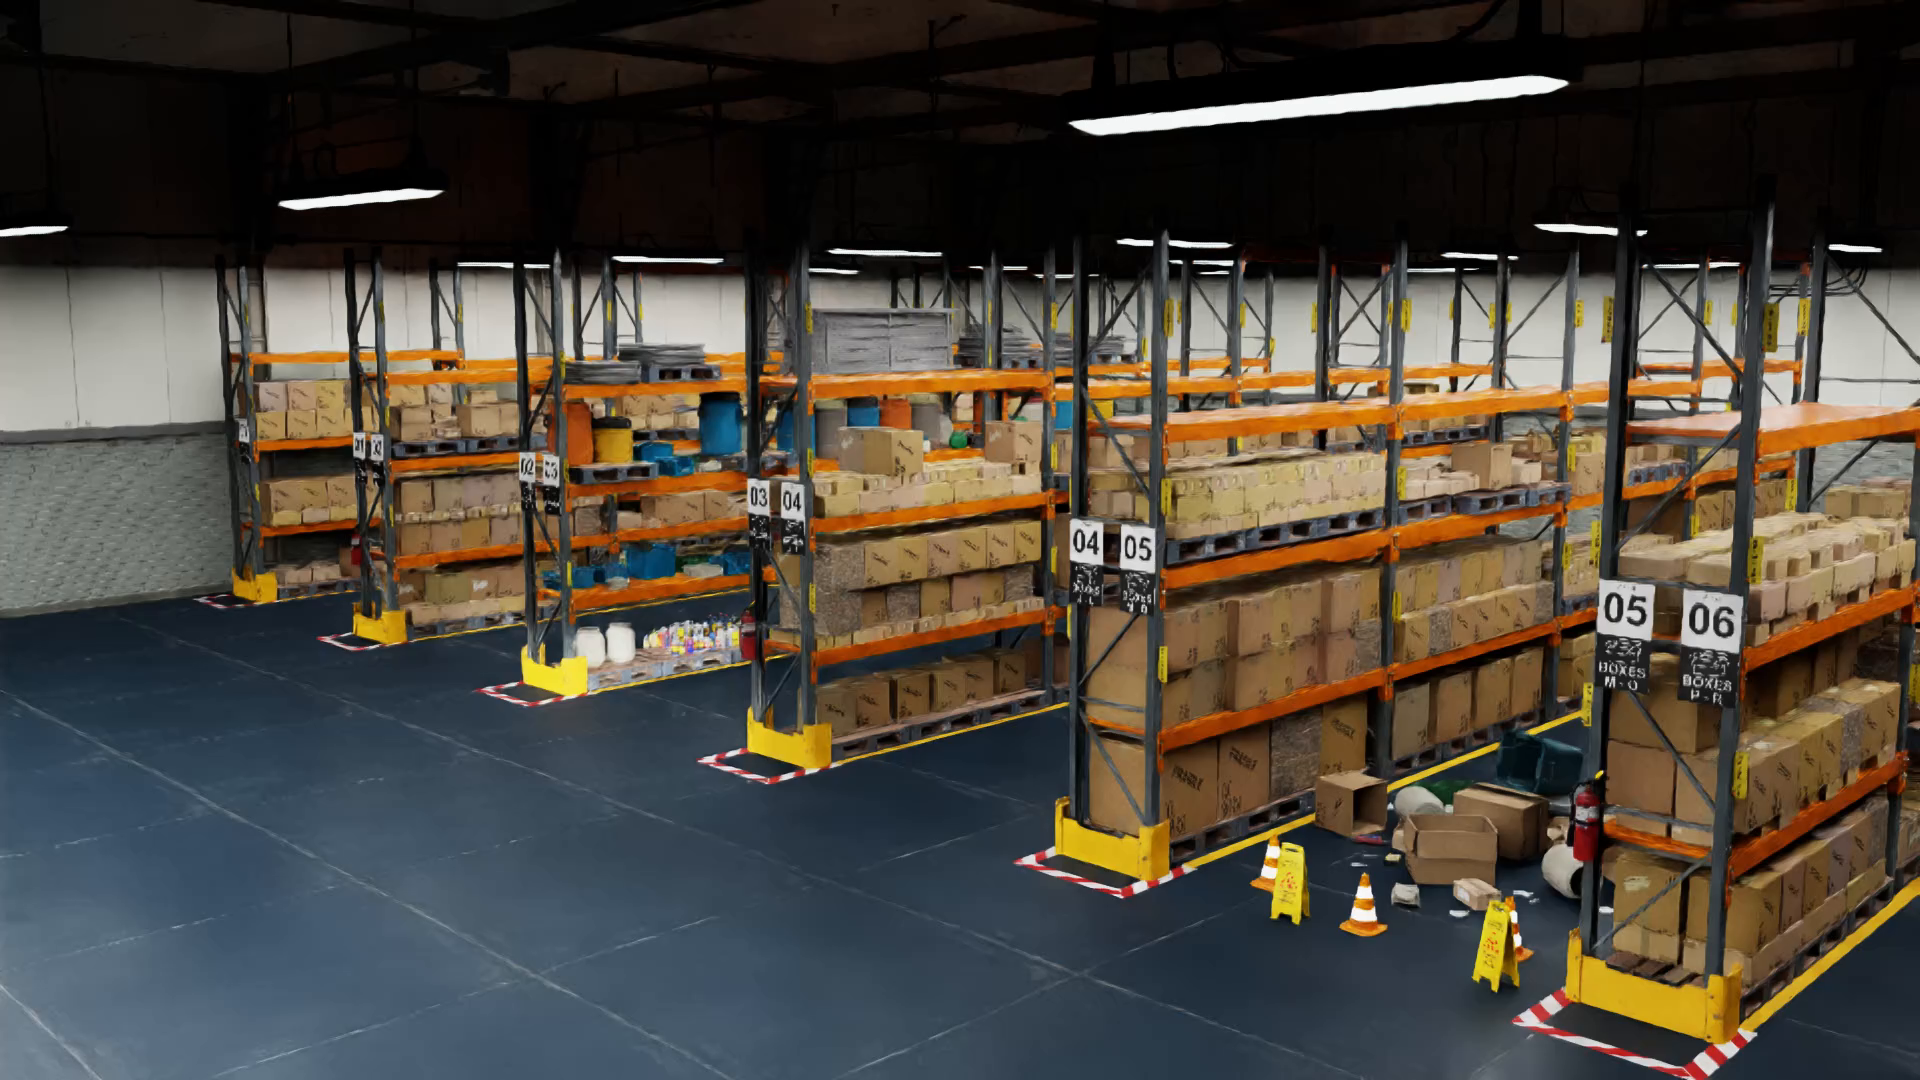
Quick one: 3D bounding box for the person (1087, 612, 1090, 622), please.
[{"bbox_3d":[1.887,0.816,24.737,0.677,1.742,0.552,8,11,44],"label":"person"}]
